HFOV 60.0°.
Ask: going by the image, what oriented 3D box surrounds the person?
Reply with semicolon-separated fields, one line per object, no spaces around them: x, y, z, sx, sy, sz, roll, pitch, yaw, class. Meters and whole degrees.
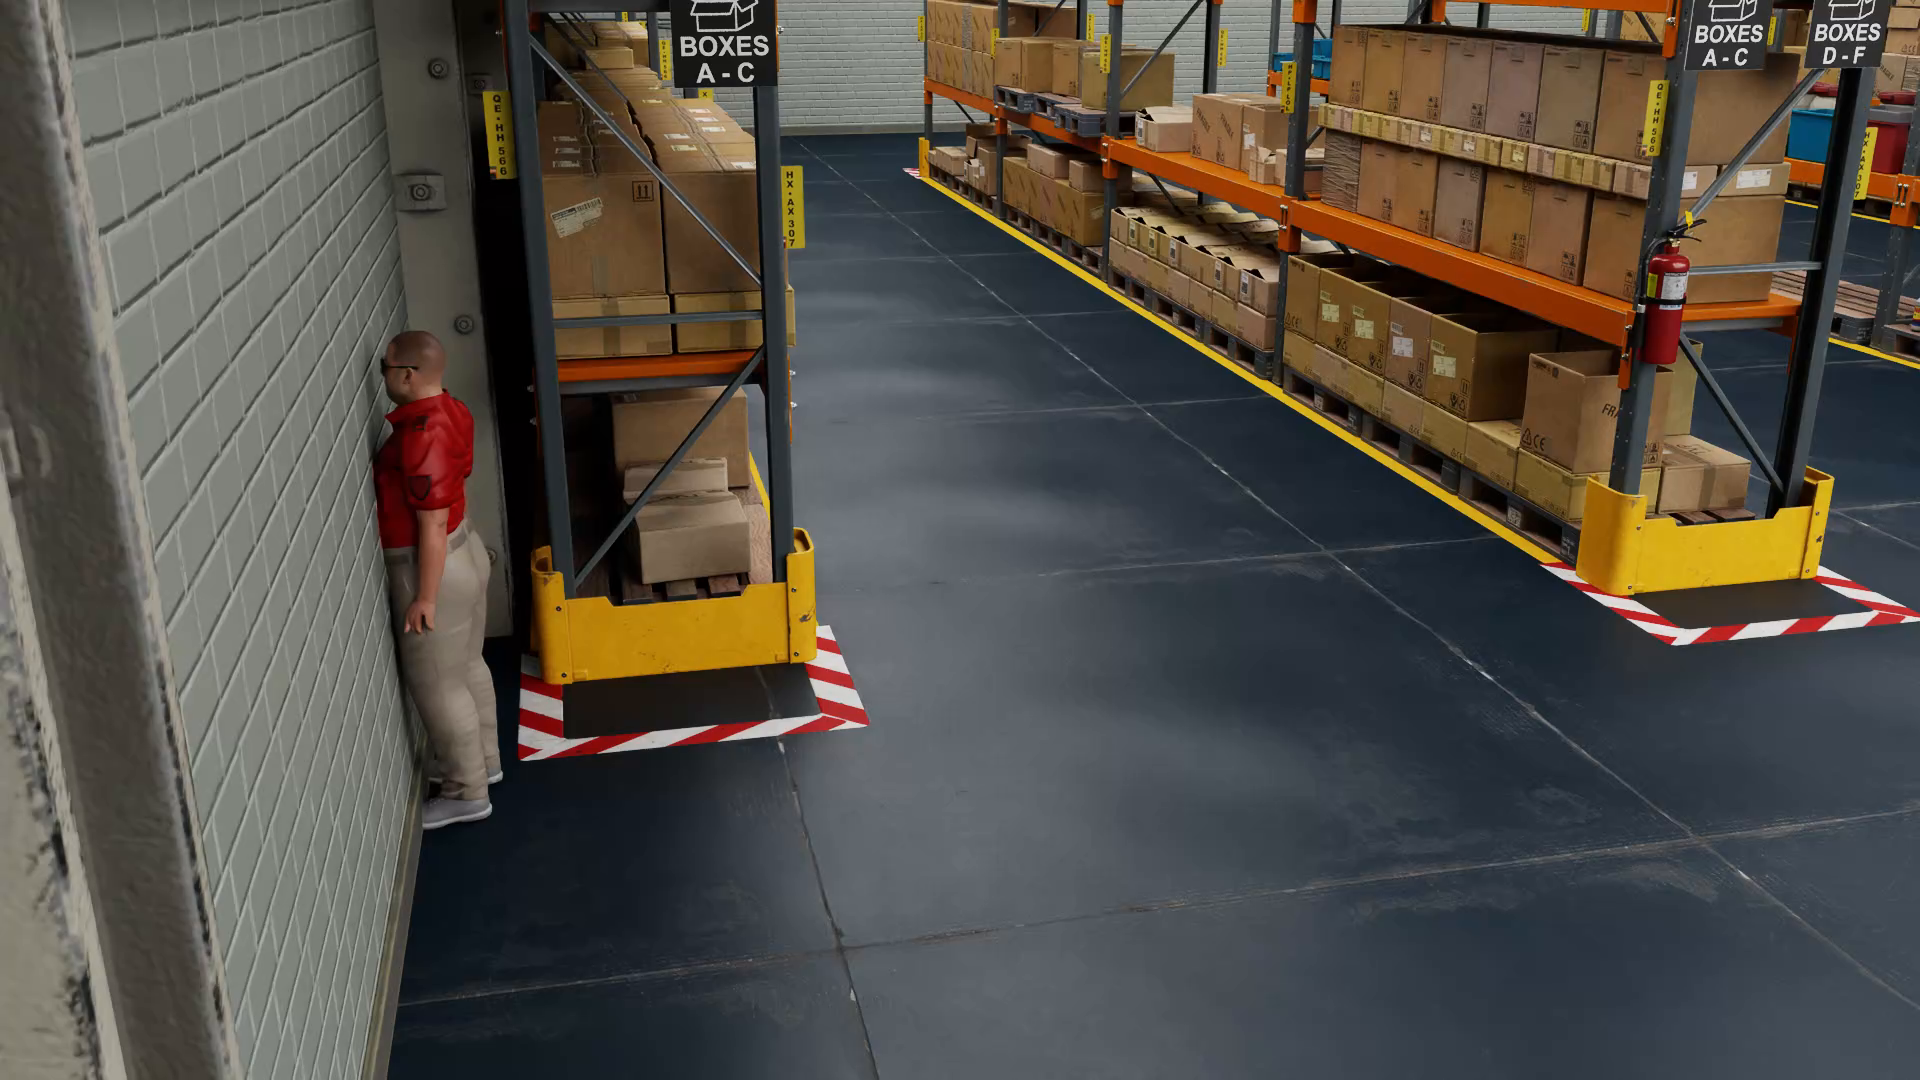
-1.819;0.133;5.717;0.366;1.730;0.521;-1;20;-4;person
